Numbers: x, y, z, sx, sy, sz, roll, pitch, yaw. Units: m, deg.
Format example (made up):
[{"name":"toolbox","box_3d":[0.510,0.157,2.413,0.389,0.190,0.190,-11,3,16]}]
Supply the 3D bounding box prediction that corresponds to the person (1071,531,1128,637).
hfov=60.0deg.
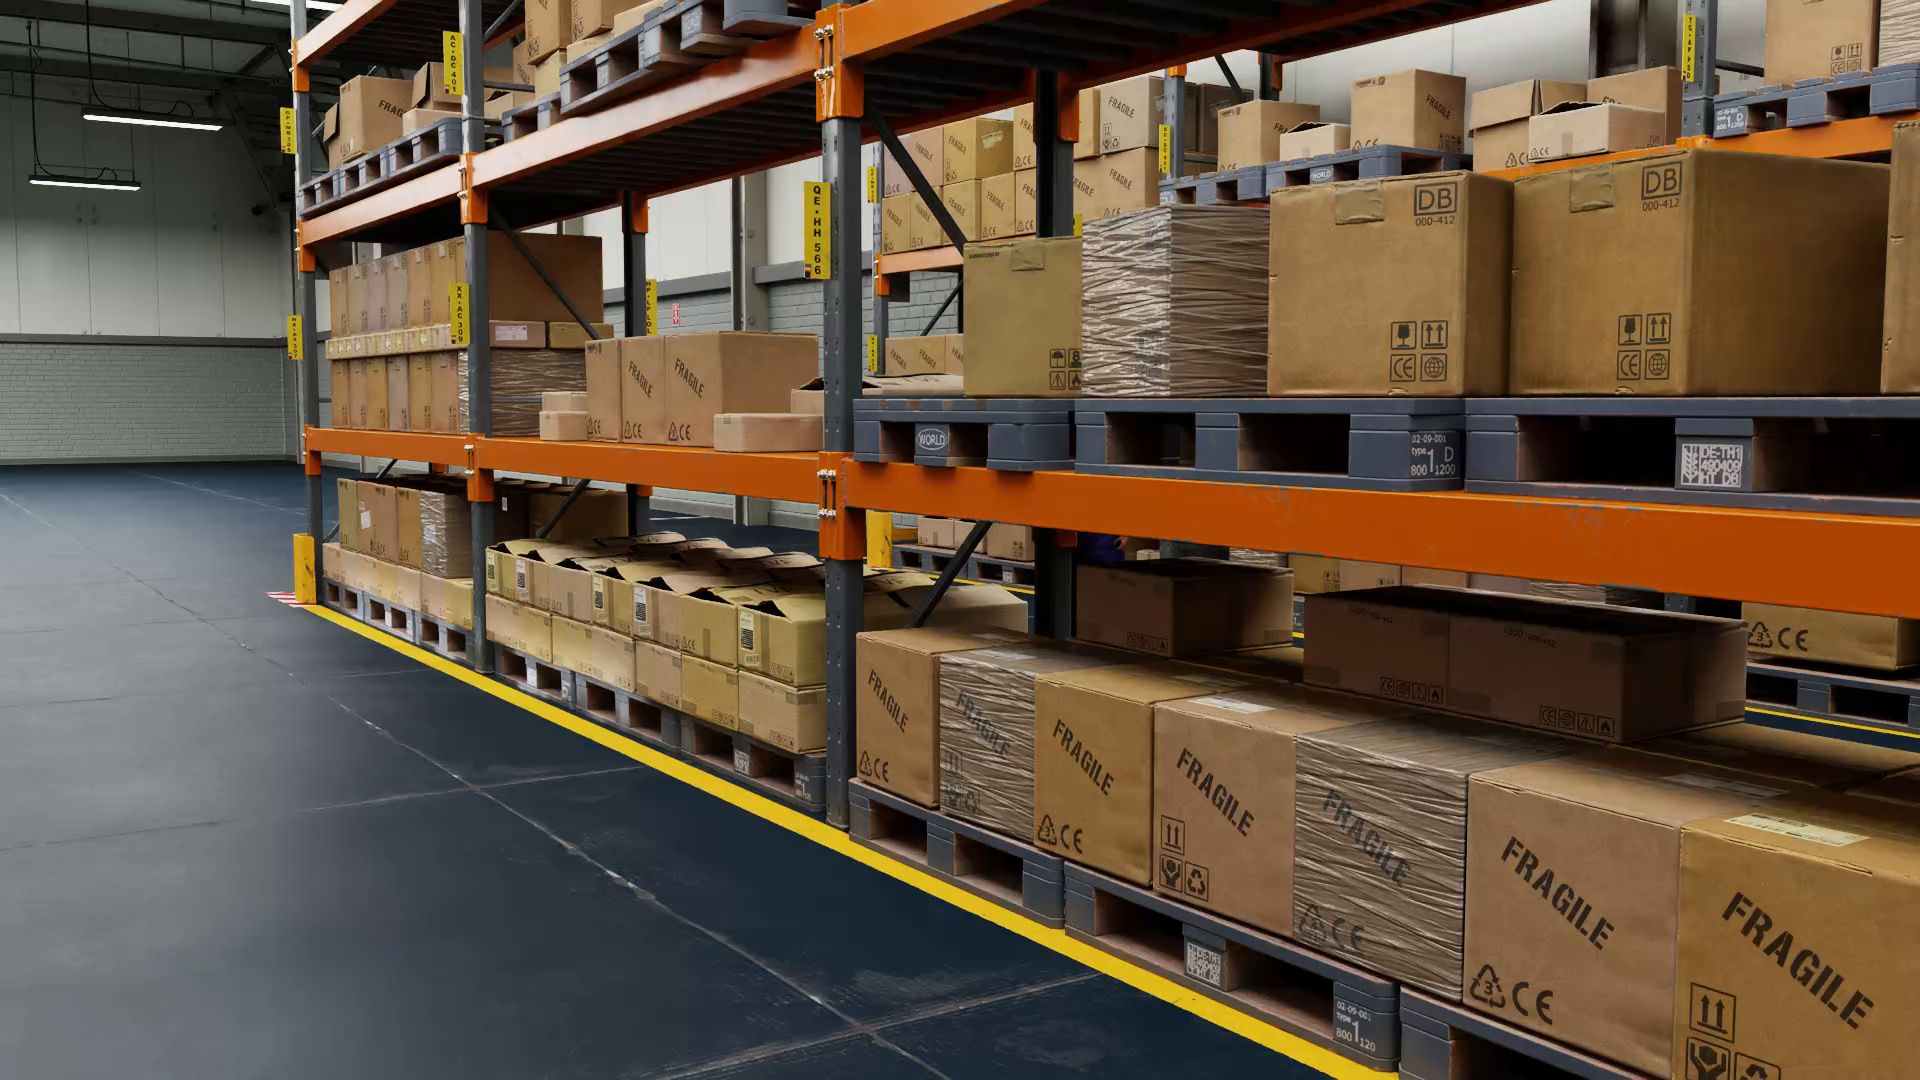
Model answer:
[{"name":"person","box_3d":[0.721,-0.075,9.022,0.331,1.651,0.546,-3,6,-34]}]
